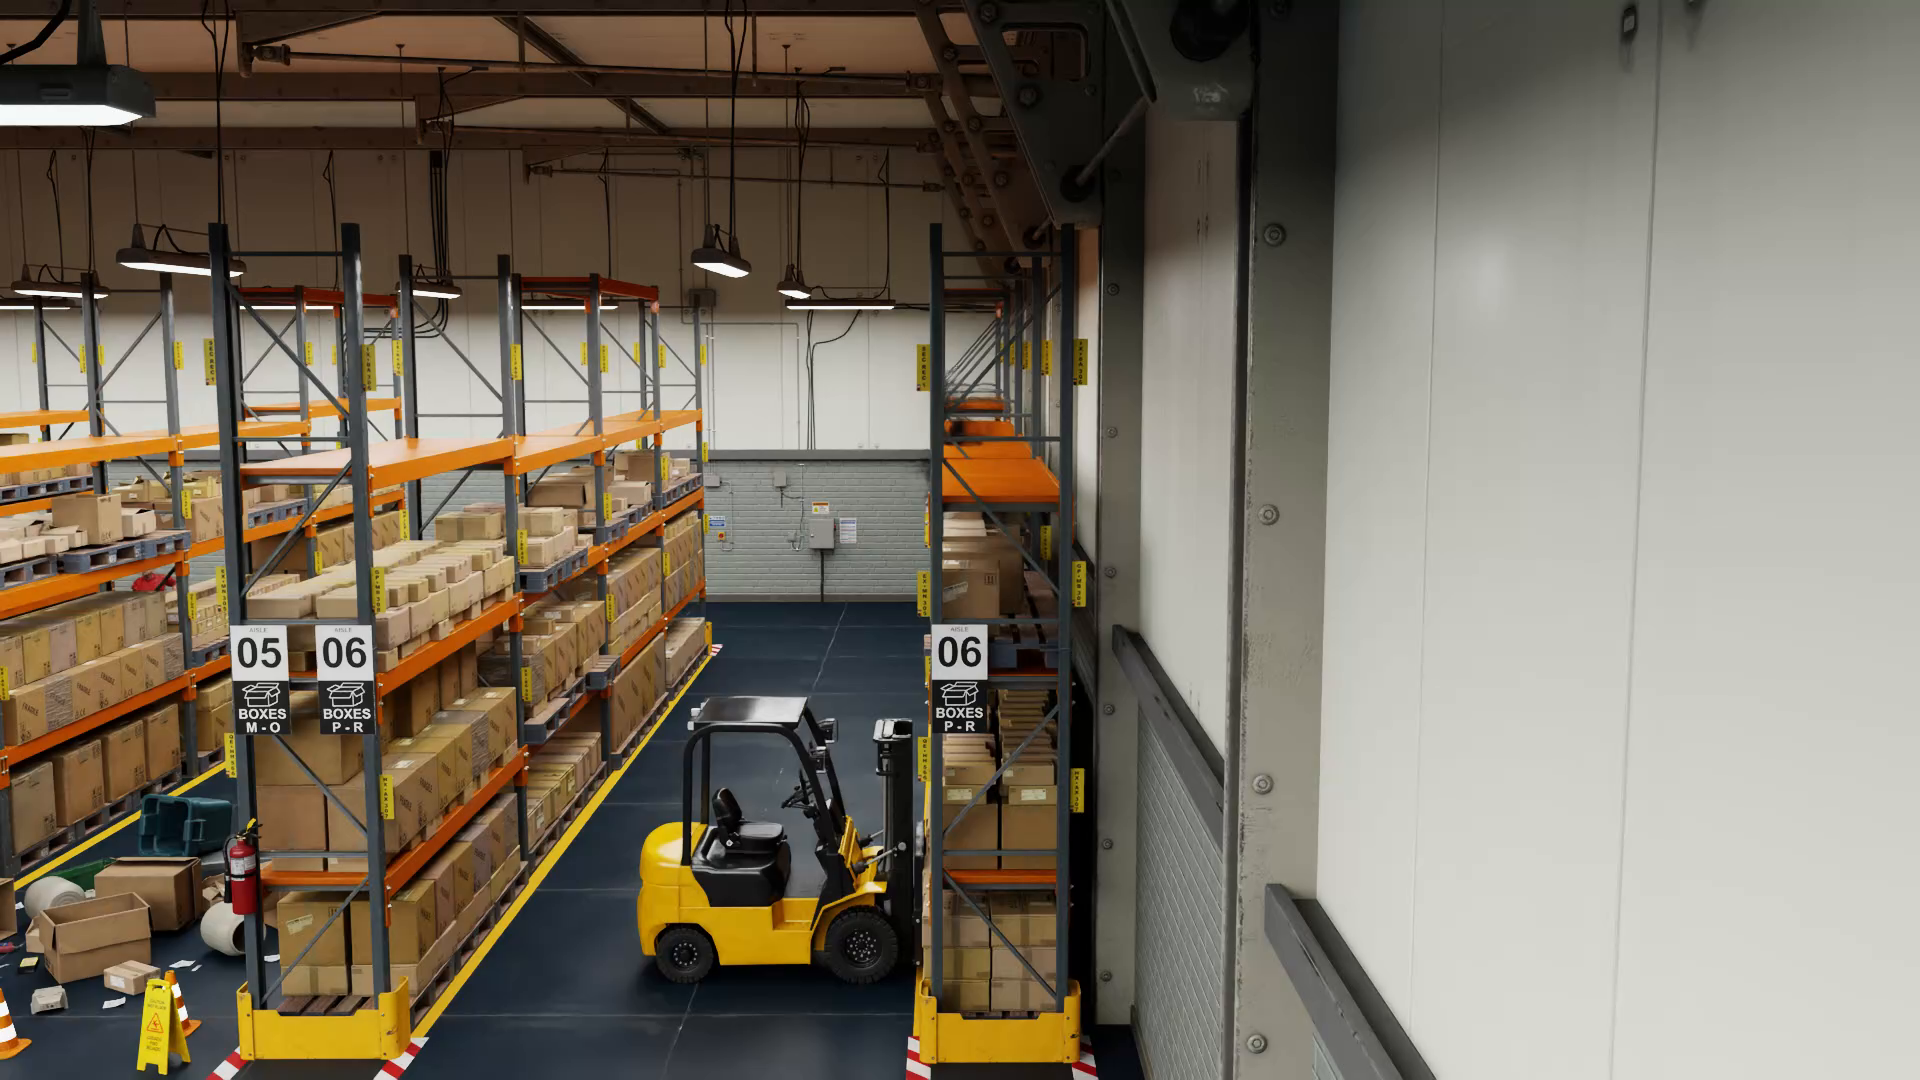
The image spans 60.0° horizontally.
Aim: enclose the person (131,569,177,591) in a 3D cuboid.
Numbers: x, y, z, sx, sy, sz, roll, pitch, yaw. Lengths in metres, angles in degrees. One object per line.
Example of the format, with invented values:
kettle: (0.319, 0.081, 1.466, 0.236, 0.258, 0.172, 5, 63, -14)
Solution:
person: (-12.934, 1.210, 26.821, 0.715, 1.783, 0.747, 0, 7, -2)
